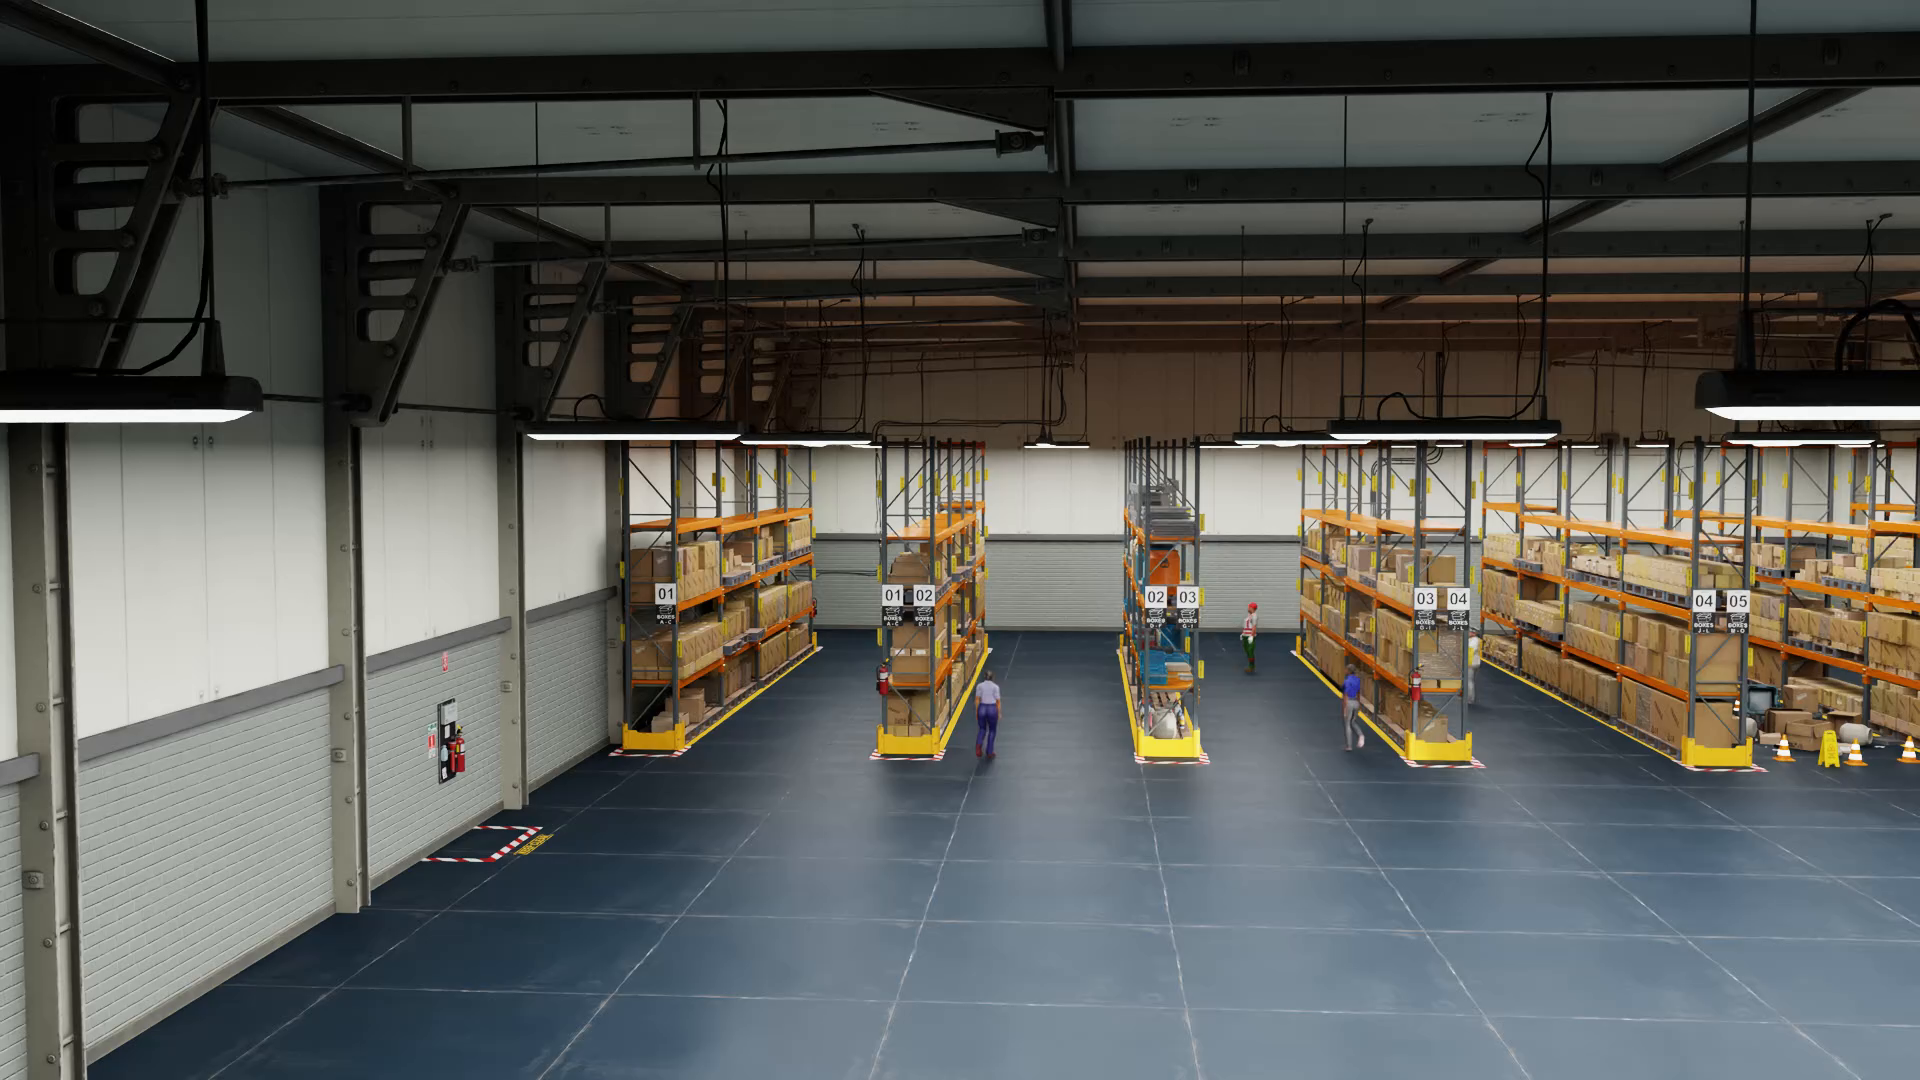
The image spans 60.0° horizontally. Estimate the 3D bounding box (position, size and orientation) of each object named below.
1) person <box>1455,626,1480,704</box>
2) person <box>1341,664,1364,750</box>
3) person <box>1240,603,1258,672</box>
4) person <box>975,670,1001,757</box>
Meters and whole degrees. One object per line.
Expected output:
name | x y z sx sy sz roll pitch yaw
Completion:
person | 11.549 2.825 37.914 0.635 1.767 0.547 3 4 40
person | 7.464 3.181 31.675 0.448 1.650 0.495 -2 4 -31
person | 7.516 2.525 43.268 0.502 1.797 0.574 -2 4 -30
person | 0.523 3.229 30.965 0.486 1.641 0.475 1 3 24
